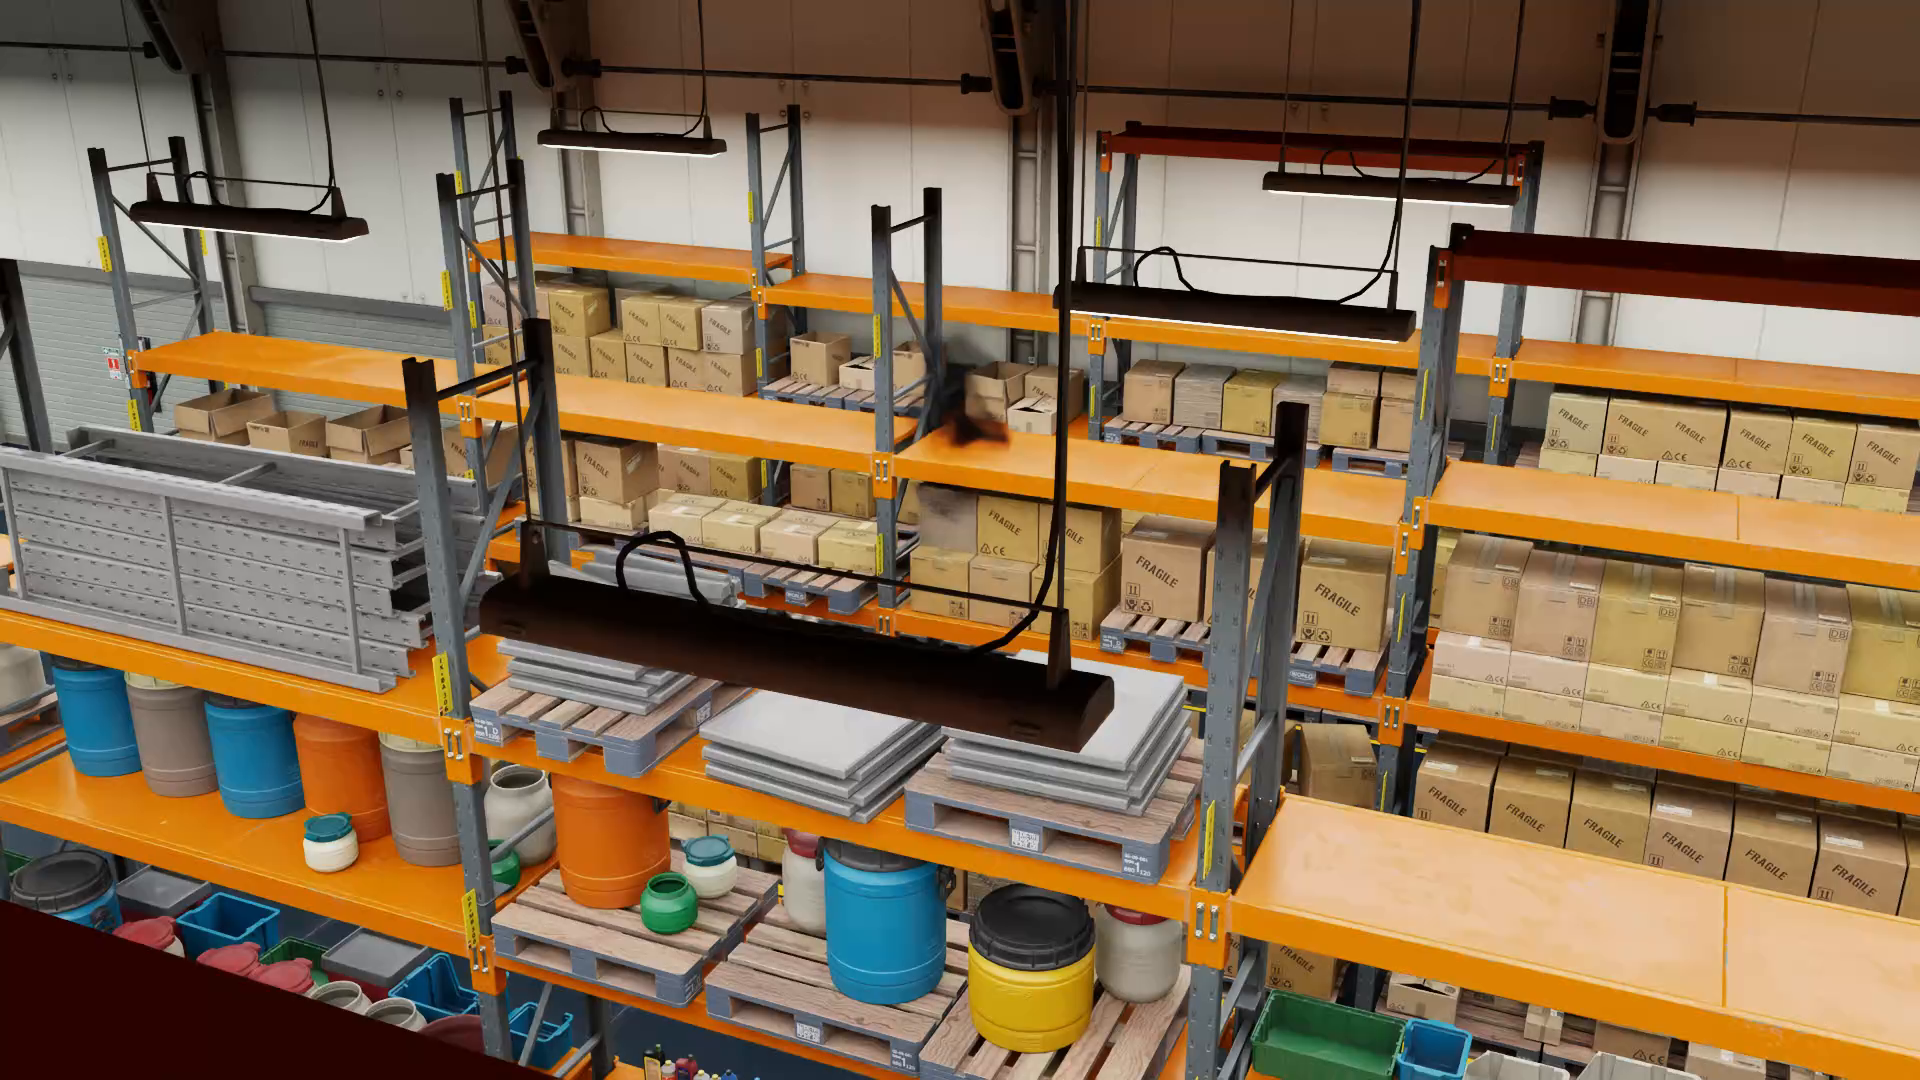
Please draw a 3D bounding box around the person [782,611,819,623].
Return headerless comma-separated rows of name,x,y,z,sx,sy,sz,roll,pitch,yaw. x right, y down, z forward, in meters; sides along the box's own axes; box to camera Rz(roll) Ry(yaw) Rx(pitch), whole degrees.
person,-1.596,0.993,17.305,0.936,1.688,0.599,6,21,17
